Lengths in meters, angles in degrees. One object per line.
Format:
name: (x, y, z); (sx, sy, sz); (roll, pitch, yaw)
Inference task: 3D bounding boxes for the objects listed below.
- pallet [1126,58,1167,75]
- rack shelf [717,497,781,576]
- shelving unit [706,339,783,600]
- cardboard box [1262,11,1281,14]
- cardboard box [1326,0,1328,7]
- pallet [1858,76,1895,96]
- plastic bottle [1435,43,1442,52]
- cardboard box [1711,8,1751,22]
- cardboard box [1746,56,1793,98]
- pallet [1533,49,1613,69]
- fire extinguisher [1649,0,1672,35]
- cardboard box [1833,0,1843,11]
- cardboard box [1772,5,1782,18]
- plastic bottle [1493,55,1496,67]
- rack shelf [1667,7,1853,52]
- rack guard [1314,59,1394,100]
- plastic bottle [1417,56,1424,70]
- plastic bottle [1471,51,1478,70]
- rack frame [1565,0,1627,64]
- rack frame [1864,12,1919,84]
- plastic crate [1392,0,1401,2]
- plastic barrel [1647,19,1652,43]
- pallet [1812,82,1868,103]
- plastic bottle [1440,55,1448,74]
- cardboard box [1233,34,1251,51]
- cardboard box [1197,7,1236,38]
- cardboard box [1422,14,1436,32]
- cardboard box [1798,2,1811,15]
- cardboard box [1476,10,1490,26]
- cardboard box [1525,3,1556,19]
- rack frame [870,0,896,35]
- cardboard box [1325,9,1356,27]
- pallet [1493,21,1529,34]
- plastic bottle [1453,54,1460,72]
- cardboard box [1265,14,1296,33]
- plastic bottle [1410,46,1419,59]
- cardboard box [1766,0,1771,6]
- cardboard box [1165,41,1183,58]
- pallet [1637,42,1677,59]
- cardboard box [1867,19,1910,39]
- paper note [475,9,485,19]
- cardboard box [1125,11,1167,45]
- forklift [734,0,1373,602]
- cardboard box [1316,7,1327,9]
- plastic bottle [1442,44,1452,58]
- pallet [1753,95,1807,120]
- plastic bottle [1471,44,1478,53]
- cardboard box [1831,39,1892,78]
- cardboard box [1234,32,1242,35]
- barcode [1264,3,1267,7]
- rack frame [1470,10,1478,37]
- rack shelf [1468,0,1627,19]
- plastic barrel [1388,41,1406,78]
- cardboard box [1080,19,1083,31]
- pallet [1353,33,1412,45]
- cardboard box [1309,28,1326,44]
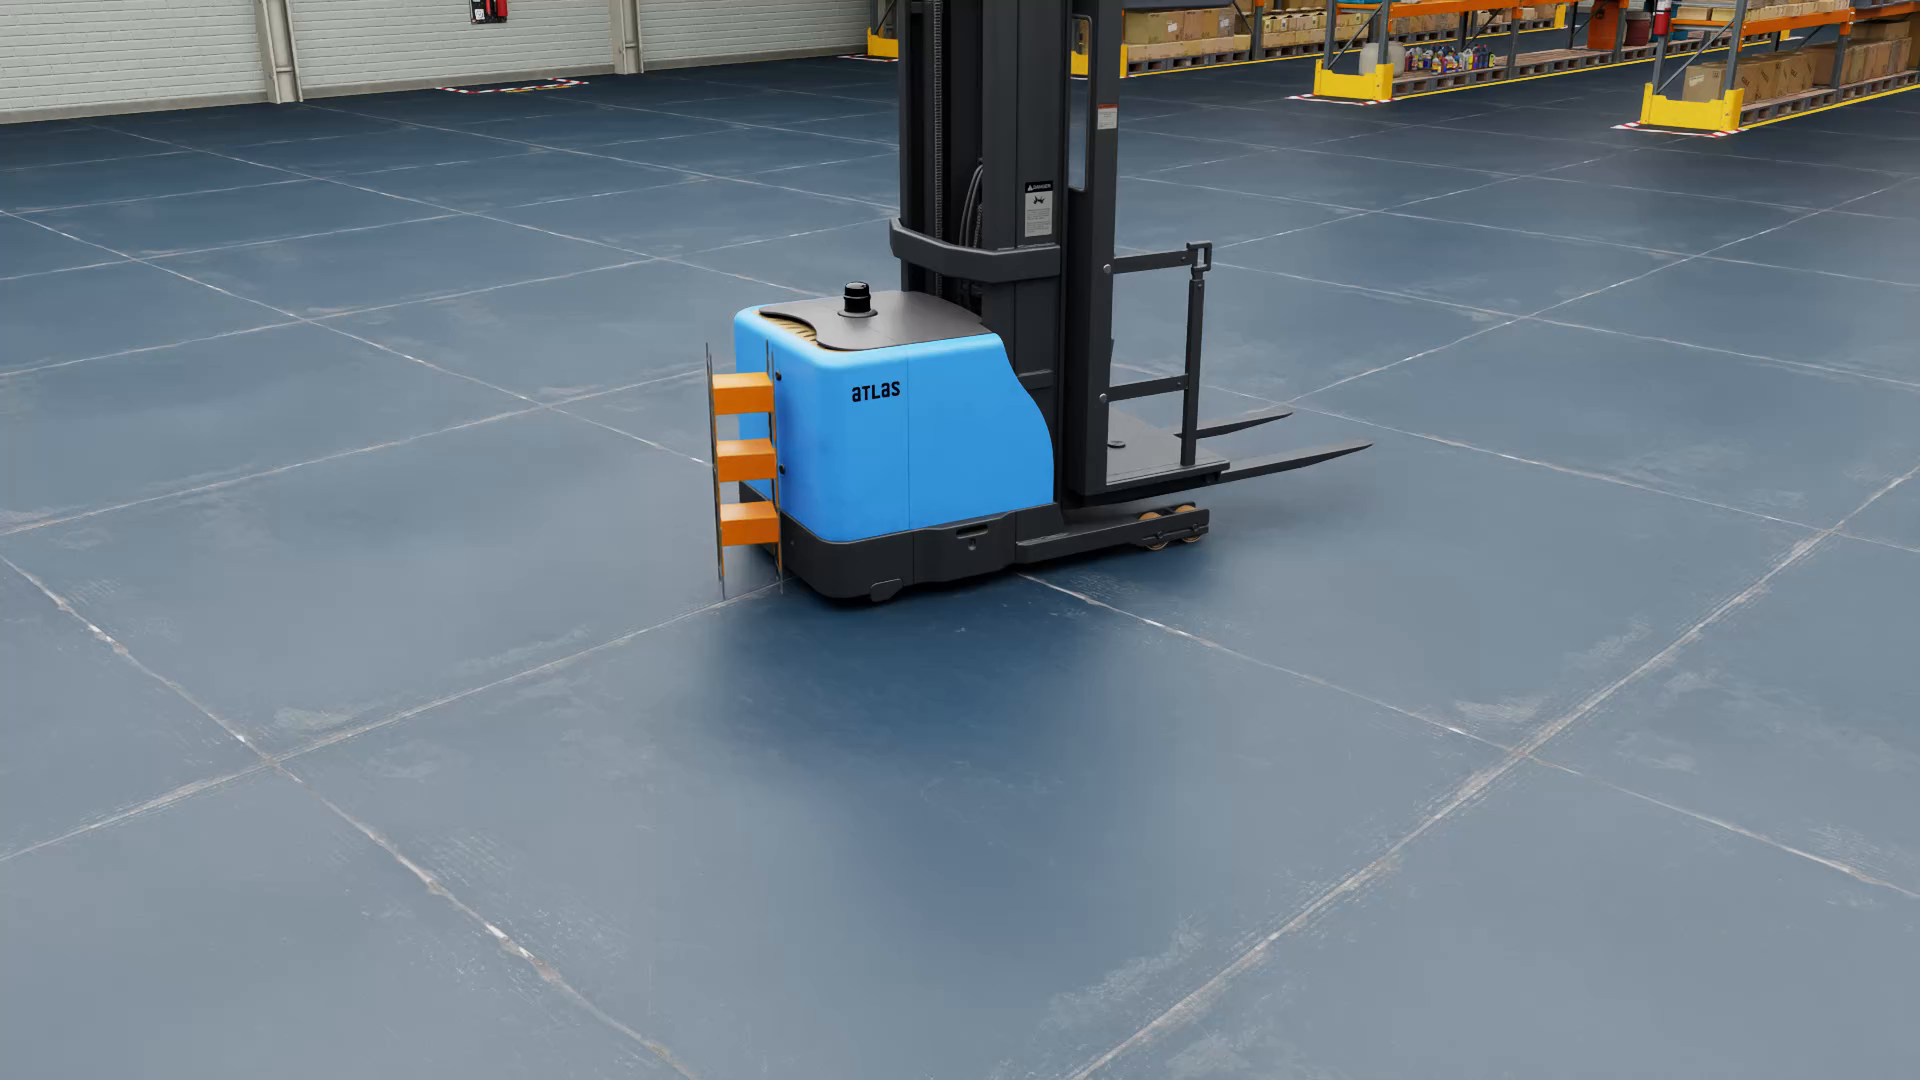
pallet: (2.771, -8.118, 28.401); (1.003, 0.211, 1.213); (19, 28, 41)
rack shelf: (-0.886, -0.017, 6.958); (0.240, 0.259, 0.215); (-5, 21, -12)
shelving unit: (-0.886, -0.287, 6.856); (0.252, 1.050, 0.215); (-5, 21, -12)
cardboard box: (5.843, -9.854, 31.497); (0.500, 0.311, 0.500); (19, 28, 40)
cardboard box: (8.761, -13.131, 40.454); (0.700, 0.500, 0.500); (18, 27, 39)
pallet: (13.546, -6.975, 25.426); (1.003, 0.211, 1.213); (19, 28, 41)
plastic bottle: (7.743, -7.865, 26.936); (0.185, 0.351, 0.144); (-19, 28, -41)
cardboard box: (9.732, -6.629, 20.990); (0.380, 0.149, 0.250); (19, 28, 41)
cardboard box: (11.074, -6.369, 22.862); (0.500, 0.500, 0.500); (16, 26, 36)
pallet: (10.826, -8.537, 29.492); (1.003, 0.211, 1.213); (19, 28, 41)
fire extinguisher: (8.952, -6.782, 21.147); (0.296, 0.674, 0.183); (19, 28, 41)
cardboard box: (12.032, -7.453, 23.133); (0.380, 0.149, 0.250); (19, 28, 41)
cardboard box: (10.444, -6.881, 21.645); (0.380, 0.149, 0.250); (19, 28, 41)
plastic bottle: (8.574, -7.728, 26.787); (0.097, 0.201, 0.097); (0, 21, 0)
rack shelf: (10.757, -6.911, 22.376); (1.077, 0.370, 4.000); (19, 28, 41)
rack guard: (5.833, -6.837, 24.664); (1.175, 0.500, 0.348); (19, 28, 41)
plastic bottle: (7.303, -7.571, 26.379); (0.097, 0.201, 0.097); (0, 21, 0)
plastic bottle: (8.143, -7.598, 26.335); (0.133, 0.283, 0.061); (-18, 27, -39)
rack frame: (11.394, -10.028, 29.485); (1.000, 3.000, 0.127); (19, 28, 41)
rack frame: (14.943, -8.789, 26.260); (1.000, 3.000, 0.127); (19, 28, 41)
plastic crate: (6.405, -8.272, 25.121); (0.499, 0.251, 0.408); (19, 28, 41)
plastic barrel: (12.841, -9.651, 31.385); (0.421, 0.512, 0.421); (0, 21, 0)
pallet: (12.695, -6.659, 24.606); (1.003, 0.211, 1.213); (19, 28, 41)
plastic bottle: (7.473, -7.351, 25.692); (0.133, 0.283, 0.061); (-20, 28, -41)
cardboard box: (4.891, -8.980, 30.003); (0.500, 0.250, 0.500); (19, 28, 41)
cardboard box: (4.533, -9.204, 29.542); (0.500, 0.500, 0.500); (19, 28, 41)
cardboard box: (9.445, -10.752, 34.239); (0.500, 0.500, 0.500); (18, 27, 39)
cardboard box: (11.156, -7.133, 22.301); (0.380, 0.149, 0.250); (19, 28, 41)
cardboard box: (11.086, -11.301, 35.931); (0.500, 0.311, 0.500); (19, 28, 41)
cardboard box: (13.226, -12.163, 37.908); (0.500, 0.500, 0.500); (19, 28, 41)
rack frame: (-1.285, -10.452, 30.586); (1.000, 3.000, 0.127); (19, 28, 41)
cardboard box: (7.301, -10.112, 32.168); (0.500, 0.311, 0.500); (19, 28, 40)
pallet: (11.969, -11.487, 37.167); (1.003, 0.211, 1.213); (19, 28, 41)
plastic bottle: (7.752, -7.458, 25.986); (0.097, 0.271, 0.097); (0, 21, 0)
cardboard box: (5.877, -9.586, 30.800); (0.500, 0.311, 0.500); (19, 28, 40)
plastic bottle: (7.185, -7.660, 26.401); (0.185, 0.351, 0.144); (-19, 28, -40)
cardboard box: (10.028, -7.211, 21.600); (0.875, 0.500, 0.500); (19, 28, 41)
cardboard box: (3.496, -8.465, 28.665); (0.500, 0.250, 0.500); (19, 28, 41)
pallet: (12.765, -9.252, 31.351); (1.003, 0.211, 1.213); (19, 28, 41)
cardboard box: (14.497, -7.998, 26.027); (0.500, 0.250, 0.500); (-19, 28, -40)
paper note: (-7.526, -8.241, 26.061); (0.016, 0.148, 0.142); (19, 28, 41)
cardboard box: (3.148, -8.686, 28.195); (0.500, 0.500, 0.500); (19, 28, 41)
forklift: (0.549, -1.477, 7.331); (3.031, 2.935, 1.130); (-11, 24, -27)
cardboard box: (7.272, -10.382, 32.871); (0.500, 0.311, 0.500); (-19, 28, -40)
plastic bottle: (7.847, -7.829, 26.842); (0.144, 0.351, 0.185); (19, 28, 41)
pallet: (10.858, -5.962, 22.793); (1.003, 0.211, 1.213); (19, 28, 41)
plastic bottle: (8.258, -7.767, 26.681); (0.144, 0.351, 0.185); (19, 28, 41)
cardboard box: (13.722, -7.357, 25.405); (0.500, 0.500, 0.700); (-17, 27, -38)
cardboard box: (5.139, -9.333, 30.922); (0.500, 0.250, 0.500); (19, 28, 40)
barcode: (5.534, -9.689, 30.134); (0.001, 0.075, 0.075); (19, 28, 41)
rack frame: (10.638, -12.297, 35.388); (1.000, 3.000, 0.127); (19, 28, 41)
rack shelf: (9.999, -9.179, 28.276); (1.077, 0.370, 4.000); (19, 28, 41)
plastic barrel: (6.567, -7.324, 25.331); (0.421, 0.512, 0.421); (0, 21, 0)
cardboard box: (2.332, -10.857, 34.512); (0.700, 0.500, 0.500); (19, 28, 40)
pallet: (8.396, -10.150, 33.688); (1.003, 0.211, 1.213); (19, 28, 41)
cardboard box: (6.589, -9.591, 31.593); (0.500, 0.250, 0.500); (-20, 28, -41)
